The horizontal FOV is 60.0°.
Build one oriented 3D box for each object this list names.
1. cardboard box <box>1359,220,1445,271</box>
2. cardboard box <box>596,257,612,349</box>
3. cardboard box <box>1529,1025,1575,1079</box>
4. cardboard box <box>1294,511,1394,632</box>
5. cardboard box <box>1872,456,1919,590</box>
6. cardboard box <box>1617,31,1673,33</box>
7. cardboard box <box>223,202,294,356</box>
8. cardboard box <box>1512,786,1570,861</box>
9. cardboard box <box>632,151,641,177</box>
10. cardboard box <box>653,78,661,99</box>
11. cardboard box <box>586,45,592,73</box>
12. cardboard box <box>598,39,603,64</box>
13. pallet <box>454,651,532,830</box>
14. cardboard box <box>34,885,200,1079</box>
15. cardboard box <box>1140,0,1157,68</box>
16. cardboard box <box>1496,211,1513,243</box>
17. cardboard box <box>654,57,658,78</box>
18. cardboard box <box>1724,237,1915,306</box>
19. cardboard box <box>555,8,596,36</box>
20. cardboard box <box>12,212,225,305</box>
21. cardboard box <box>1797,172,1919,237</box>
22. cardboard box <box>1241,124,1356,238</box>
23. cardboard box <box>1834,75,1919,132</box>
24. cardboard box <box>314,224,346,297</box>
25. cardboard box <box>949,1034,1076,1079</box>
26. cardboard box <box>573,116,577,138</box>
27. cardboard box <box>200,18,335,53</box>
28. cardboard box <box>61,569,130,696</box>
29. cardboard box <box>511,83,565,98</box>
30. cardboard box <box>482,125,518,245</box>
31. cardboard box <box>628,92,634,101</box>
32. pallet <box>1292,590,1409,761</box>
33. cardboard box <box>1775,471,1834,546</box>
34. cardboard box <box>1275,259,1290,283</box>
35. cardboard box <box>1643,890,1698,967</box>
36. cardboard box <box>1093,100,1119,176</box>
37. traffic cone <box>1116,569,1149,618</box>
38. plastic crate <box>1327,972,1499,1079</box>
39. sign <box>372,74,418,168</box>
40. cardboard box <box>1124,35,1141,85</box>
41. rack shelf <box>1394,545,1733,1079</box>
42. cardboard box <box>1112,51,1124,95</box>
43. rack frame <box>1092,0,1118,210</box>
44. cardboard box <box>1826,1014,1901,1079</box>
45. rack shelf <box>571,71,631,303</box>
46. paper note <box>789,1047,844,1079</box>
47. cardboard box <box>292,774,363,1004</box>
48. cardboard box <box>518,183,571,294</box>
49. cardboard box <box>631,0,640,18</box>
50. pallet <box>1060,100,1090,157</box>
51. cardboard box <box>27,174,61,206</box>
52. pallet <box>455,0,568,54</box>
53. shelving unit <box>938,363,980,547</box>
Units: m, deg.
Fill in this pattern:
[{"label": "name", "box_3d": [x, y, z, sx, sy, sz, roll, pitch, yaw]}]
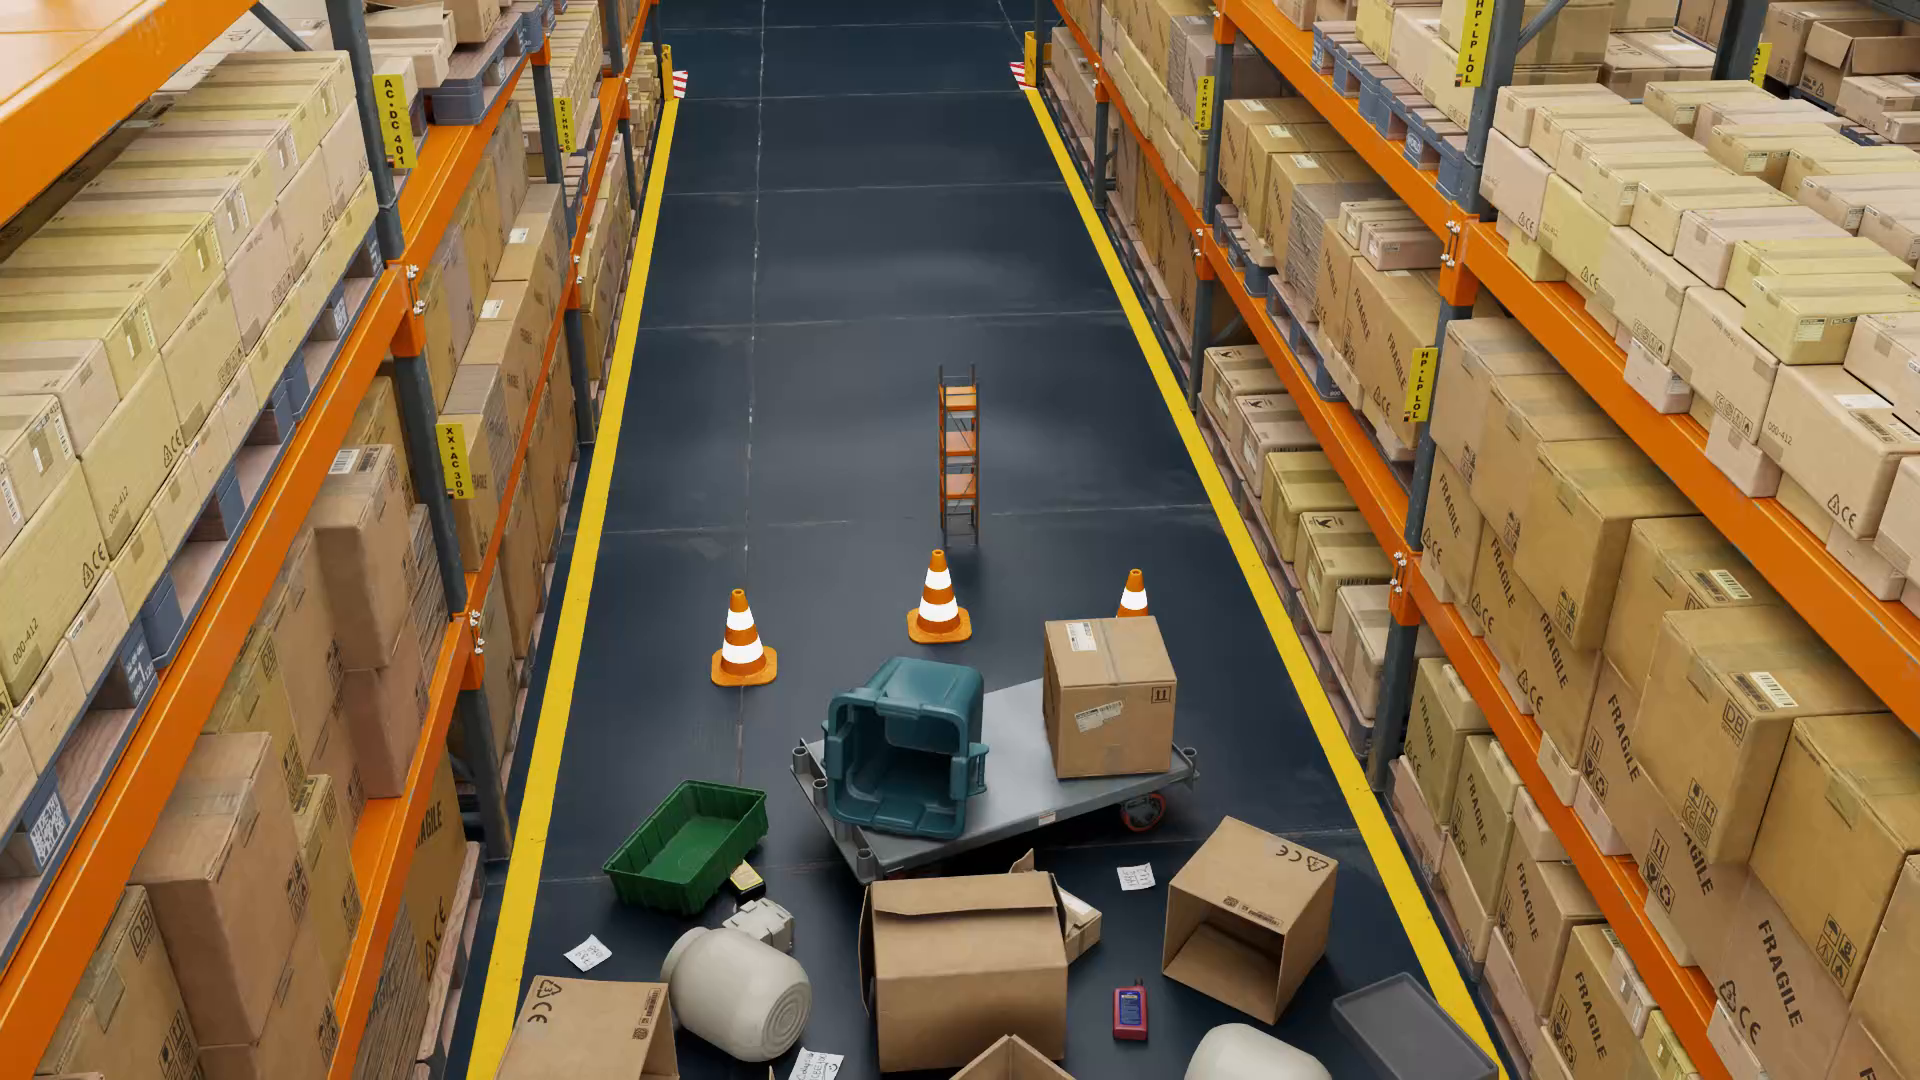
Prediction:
[{"label": "cardboard box", "box_3d": [2.075, -1.364, 7.679, 0.380, 0.149, 0.250, -4, 31, -6]}, {"label": "cardboard box", "box_3d": [-2.735, -1.649, 11.614, 0.500, 0.500, 0.500, -2, 31, -4]}, {"label": "cardboard box", "box_3d": [2.355, 1.952, 5.828, 0.500, 0.250, 0.500, -4, 31, -6]}, {"label": "cardboard box", "box_3d": [2.298, 0.155, 8.719, 0.950, 0.372, 0.625, -1, 31, -1]}, {"label": "cardboard box", "box_3d": [2.445, 0.027, 3.711, 0.500, 0.250, 0.500, -3, 31, -5]}, {"label": "cardboard box", "box_3d": [2.716, -2.139, 7.217, 0.500, 0.250, 0.500, -3, 31, -5]}, {"label": "cardboard box", "box_3d": [-2.106, -0.691, 4.407, 0.500, 0.250, 0.500, -3, 31, -5]}, {"label": "cardboard box", "box_3d": [2.236, 1.022, 6.022, 0.380, 0.149, 0.250, -1, 31, -2]}, {"label": "cardboard box", "box_3d": [-2.962, -3.239, 14.328, 0.380, 0.149, 0.250, -1, 31, -2]}, {"label": "cardboard box", "box_3d": [-3.238, -4.568, 16.842, 0.380, 0.149, 0.250, -2, 31, -3]}, {"label": "cardboard box", "box_3d": [-2.936, -3.560, 12.330, 0.380, 0.149, 0.250, -4, 31, -6]}, {"label": "cardboard box", "box_3d": [-3.012, -3.833, 13.078, 0.380, 0.149, 0.250, -3, 31, -6]}, {"label": "pallet", "box_3d": [-2.646, 0.937, 7.975, 1.003, 0.211, 1.213, -3, 31, -5]}, {"label": "cardboard box", "box_3d": [-2.264, 1.177, 3.655, 0.875, 0.550, 0.550, -3, 31, -5]}, {"label": "cardboard box", "box_3d": [1.602, -3.698, 11.944, 0.500, 0.500, 0.500, -3, 31, -5]}, {"label": "cardboard box", "box_3d": [2.203, -1.166, 6.096, 0.380, 0.149, 0.250, -3, 31, -5]}, {"label": "cardboard box", "box_3d": [-3.287, -4.825, 16.983, 0.380, 0.149, 0.250, -4, 31, -6]}, {"label": "cardboard box", "box_3d": [2.352, -0.715, 4.563, 0.380, 0.149, 0.250, -2, 31, -4]}, {"label": "cardboard box", "box_3d": [-2.989, -3.949, 12.692, 0.380, 0.149, 0.250, -4, 31, -6]}, {"label": "cardboard box", "box_3d": [-2.005, -0.668, 3.979, 0.380, 0.149, 0.250, -2, 31, -4]}, {"label": "cardboard box", "box_3d": [2.780, -0.998, 5.038, 0.380, 0.149, 0.250, -3, 31, -6]}, {"label": "cardboard box", "box_3d": [1.914, -2.045, 9.452, 0.500, 0.500, 0.500, -1, 31, -2]}, {"label": "cardboard box", "box_3d": [6.567, -3.079, 11.717, 0.500, 0.250, 0.500, -4, 31, -7]}, {"label": "cardboard box", "box_3d": [-2.097, -0.842, 5.047, 0.380, 0.149, 0.250, -2, 31, -4]}, {"label": "cardboard box", "box_3d": [0.109, 2.180, 5.610, 0.637, 0.503, 0.797, 27, 40, 37]}, {"label": "cardboard box", "box_3d": [-2.818, -2.771, 11.299, 0.380, 0.149, 0.250, -2, 31, -3]}, {"label": "cardboard box", "box_3d": [-2.833, -1.936, 6.781, 0.500, 0.250, 0.500, -3, 31, -5]}, {"label": "cardboard box", "box_3d": [-1.910, 0.192, 3.317, 0.380, 0.149, 0.250, -3, 31, -4]}, {"label": "cardboard box", "box_3d": [-2.793, -2.883, 10.907, 0.380, 0.149, 0.250, -4, 31, -7]}, {"label": "cardboard box", "box_3d": [-2.792, -1.896, 8.927, 0.700, 0.500, 0.500, -3, 31, -5]}, {"label": "cardboard box", "box_3d": [-3.209, -4.023, 15.351, 0.380, 0.149, 0.250, -4, 31, -7]}, {"label": "pallet", "box_3d": [2.346, 0.641, 8.471, 1.003, 0.211, 1.213, -3, 31, -5]}, {"label": "cardboard box", "box_3d": [2.390, -0.120, 4.346, 0.380, 0.149, 0.250, -4, 31, -6]}, {"label": "cardboard box", "box_3d": [1.970, -1.550, 9.255, 0.380, 0.149, 0.250, -1, 31, -2]}, {"label": "cardboard box", "box_3d": [2.357, 1.161, 5.126, 0.380, 0.149, 0.250, -3, 31, -5]}, {"label": "cardboard box", "box_3d": [1.721, -3.649, 15.023, 0.875, 0.438, 0.875, -3, 31, -5]}, {"label": "traffic cone", "box_3d": [0.910, 0.365, 8.688, 0.336, 0.463, 0.334, -3, 31, -5]}, {"label": "plastic crate", "box_3d": [1.750, 1.936, 6.431, 0.402, 0.080, 0.583, -14, 33, -22]}, {"label": "sign", "box_3d": [-1.946, -1.441, 5.731, 0.100, 0.325, 0.005, -3, 31, -5]}, {"label": "cardboard box", "box_3d": [1.530, -3.631, 12.563, 0.500, 0.250, 0.500, -2, 31, -4]}, {"label": "rack shelf", "box_3d": [2.607, 1.171, 5.565, 1.077, 0.370, 4.000, -3, 31, -5]}, {"label": "cardboard box", "box_3d": [1.501, -3.677, 13.127, 0.500, 0.250, 0.500, -3, 31, -6]}, {"label": "rack frame", "box_3d": [1.673, -4.243, 13.928, 1.000, 3.000, 0.127, -3, 31, -5]}, {"label": "cardboard box", "box_3d": [2.469, 1.449, 4.011, 0.500, 0.500, 0.500, -3, 31, -5]}, {"label": "rack shelf", "box_3d": [-3.059, -2.624, 11.920, 1.077, 0.370, 4.000, -3, 31, -5]}, {"label": "paper note", "box_3d": [-0.550, 2.014, 6.356, 0.172, 0.023, 0.155, 8, 32, 13]}, {"label": "cardboard box", "box_3d": [-2.296, 1.080, 4.870, 0.875, 0.550, 0.500, -3, 31, -5]}, {"label": "cardboard box", "box_3d": [-2.563, -1.738, 9.637, 0.500, 0.500, 0.500, -3, 31, -5]}, {"label": "cardboard box", "box_3d": [-3.106, -4.901, 14.642, 0.500, 0.500, 0.500, -3, 31, -6]}, {"label": "pallet", "box_3d": [1.562, -4.062, 16.345, 1.003, 0.211, 1.213, -3, 31, -5]}, {"label": "cardboard box", "box_3d": [-2.731, -1.024, 4.575, 0.380, 0.149, 0.250, -3, 31, -5]}, {"label": "pallet", "box_3d": [-2.760, -2.792, 8.759, 1.213, 0.211, 1.003, -1, 31, -2]}, {"label": "shelving unit", "box_3d": [-0.005, -0.478, 9.527, 0.215, 1.050, 0.252, -3, 31, -5]}]
